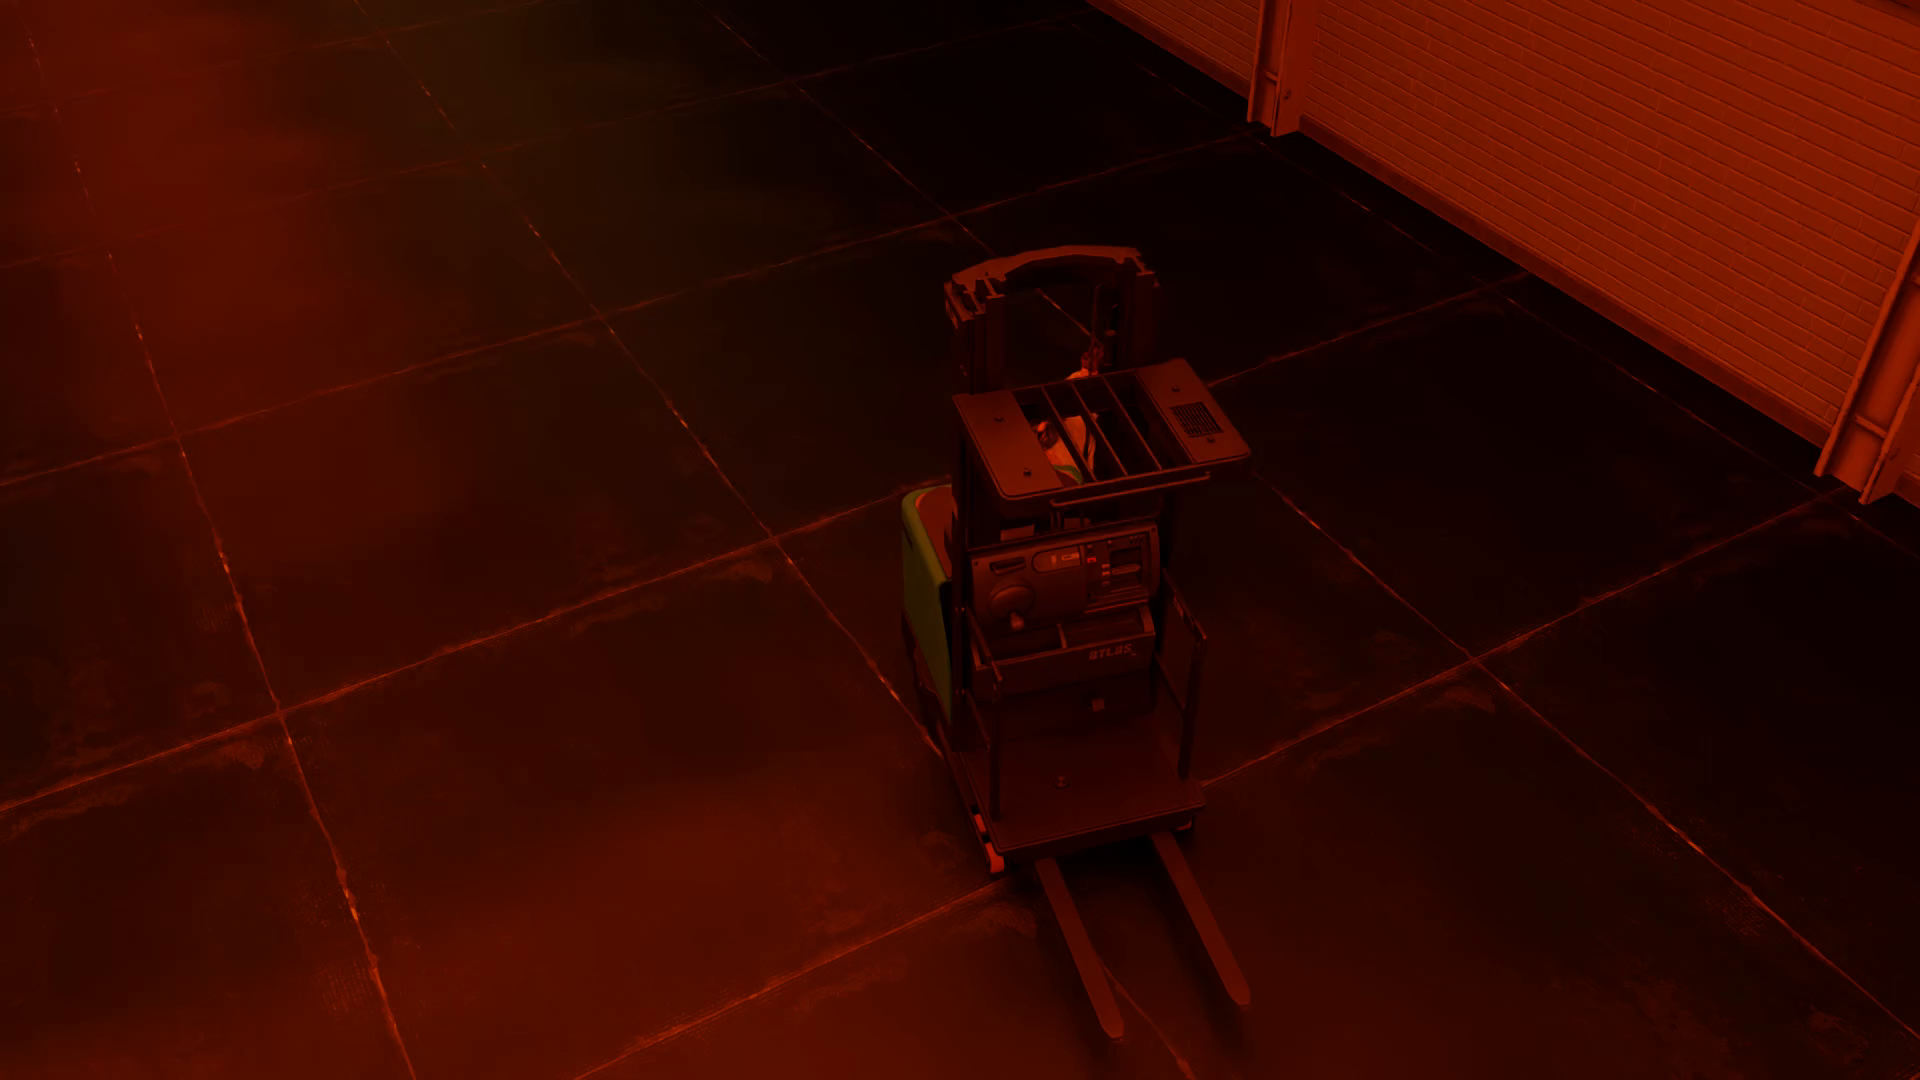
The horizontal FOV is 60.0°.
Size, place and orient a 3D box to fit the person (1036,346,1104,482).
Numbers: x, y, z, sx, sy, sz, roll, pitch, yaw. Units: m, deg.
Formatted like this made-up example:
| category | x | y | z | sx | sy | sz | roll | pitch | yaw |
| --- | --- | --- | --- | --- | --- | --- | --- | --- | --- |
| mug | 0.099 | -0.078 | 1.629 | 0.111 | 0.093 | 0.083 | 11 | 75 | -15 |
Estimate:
| category | x | y | z | sx | sy | sz | roll | pitch | yaw |
| --- | --- | --- | --- | --- | --- | --- | --- | --- | --- |
| person | 0.713 | -0.464 | 9.683 | 0.585 | 1.573 | 0.848 | -26 | 46 | -28 |

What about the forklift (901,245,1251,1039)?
| category | x | y | z | sx | sy | sz | roll | pitch | yaw |
| --- | --- | --- | --- | --- | --- | --- | --- | --- | --- |
| forklift | 0.567 | 0.256 | 7.728 | 1.130 | 2.935 | 3.031 | -10 | 41 | -12 |
